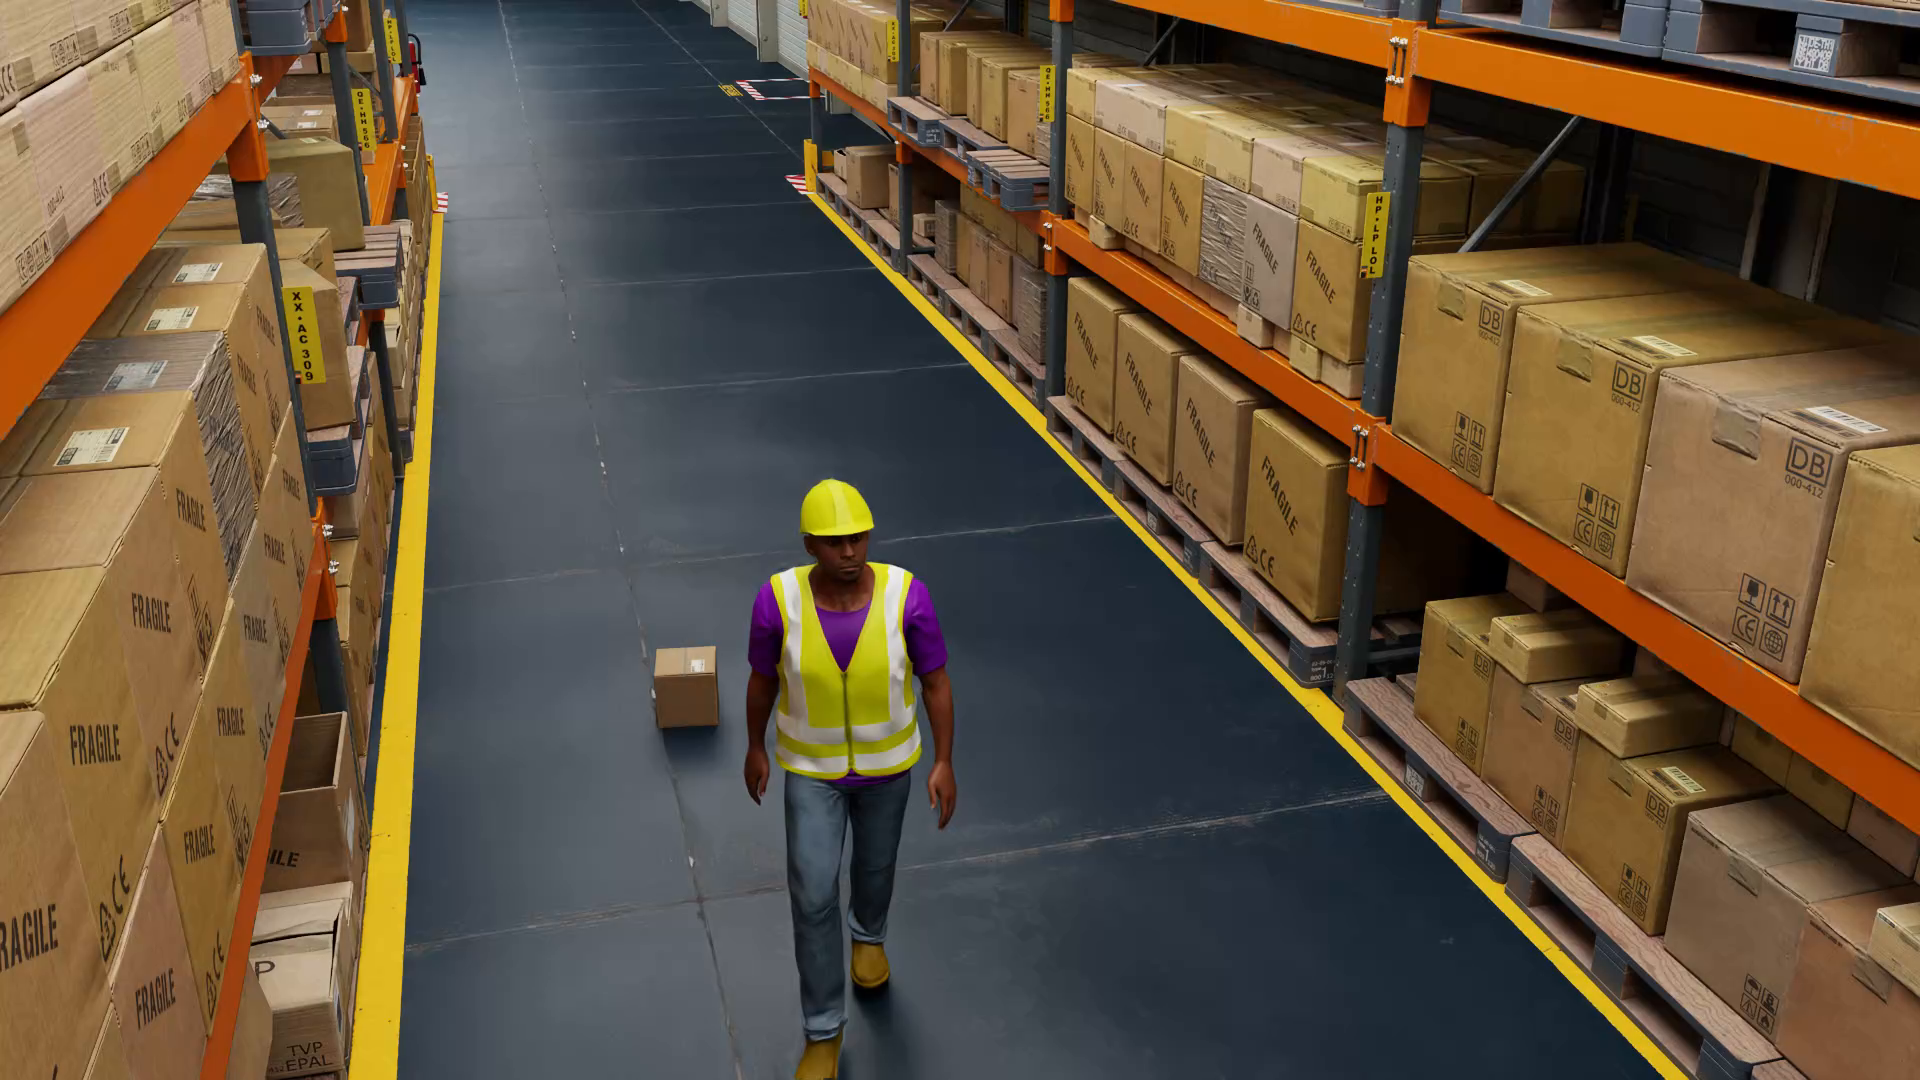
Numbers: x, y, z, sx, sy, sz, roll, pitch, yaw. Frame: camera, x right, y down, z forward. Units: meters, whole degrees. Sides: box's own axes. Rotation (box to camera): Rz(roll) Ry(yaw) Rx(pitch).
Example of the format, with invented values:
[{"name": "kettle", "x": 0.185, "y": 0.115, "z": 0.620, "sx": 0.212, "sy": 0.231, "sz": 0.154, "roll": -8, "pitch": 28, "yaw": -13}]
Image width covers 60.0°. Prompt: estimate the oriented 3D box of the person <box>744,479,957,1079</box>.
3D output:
[{"name": "person", "x": -0.322, "y": 0.700, "z": 4.909, "sx": 0.624, "sy": 1.799, "sz": 0.762, "roll": -3, "pitch": 23, "yaw": -8}]
